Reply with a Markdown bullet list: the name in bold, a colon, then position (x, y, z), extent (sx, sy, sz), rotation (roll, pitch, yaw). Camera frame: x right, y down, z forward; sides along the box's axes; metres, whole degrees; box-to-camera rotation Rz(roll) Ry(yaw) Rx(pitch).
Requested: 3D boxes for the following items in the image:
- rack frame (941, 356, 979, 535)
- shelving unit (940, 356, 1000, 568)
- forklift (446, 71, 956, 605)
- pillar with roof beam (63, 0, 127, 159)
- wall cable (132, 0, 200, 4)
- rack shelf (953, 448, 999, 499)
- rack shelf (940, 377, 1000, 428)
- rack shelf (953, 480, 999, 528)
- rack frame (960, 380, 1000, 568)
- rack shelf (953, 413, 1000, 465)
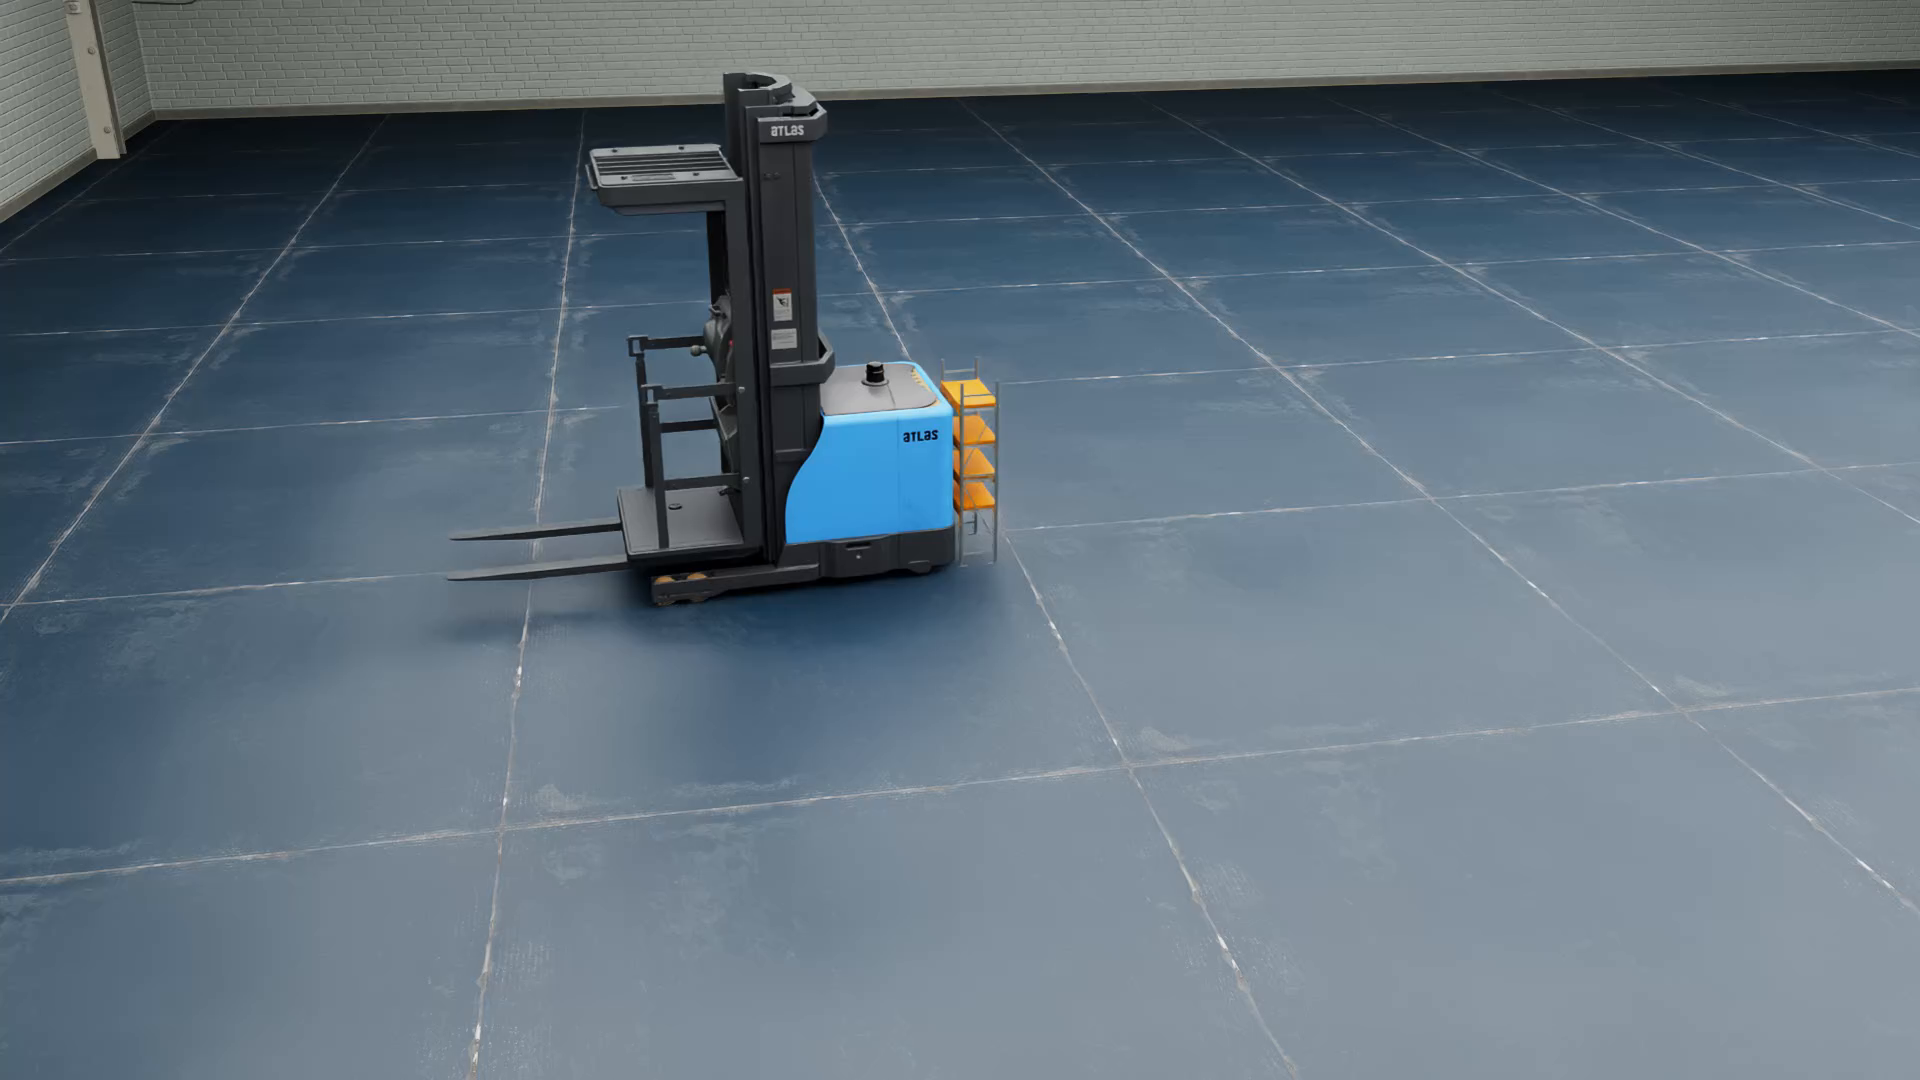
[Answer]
- **rack frame**: position (-0.004, -0.582, 10.582), extent (0.240, 1.200, 0.015), rotation (-6, 24, -13)
- **shelving unit**: position (0.057, -0.487, 10.366), extent (0.258, 1.200, 0.503), rotation (-6, 24, -13)
- **forklift**: position (-1.602, -1.189, 9.811), extent (3.031, 2.935, 1.130), rotation (-6, 24, -13)
- **pillar with roof beam**: position (-7.420, -9.714, 21.748), extent (9.100, 9.000, 0.400), rotation (-4, 24, -10)
- **wall cable**: position (-10.896, -9.229, 24.517), extent (3.097, 2.526, 0.112), rotation (-4, 24, -10)
- **rack shelf**: position (0.057, -0.425, 10.393), extent (0.258, 0.148, 0.480), rotation (-6, 24, -13)
- **rack shelf**: position (0.058, -0.847, 10.209), extent (0.258, 0.148, 0.480), rotation (-6, 24, -13)
- **rack shelf**: position (0.057, -0.243, 10.472), extent (0.258, 0.148, 0.480), rotation (-6, 24, -13)
- **rack frame**: position (0.117, -0.393, 10.149), extent (0.240, 1.200, 0.015), rotation (-6, 24, -13)
- **rack shelf**: position (0.057, -0.631, 10.303), extent (0.258, 0.148, 0.480), rotation (-6, 24, -13)
